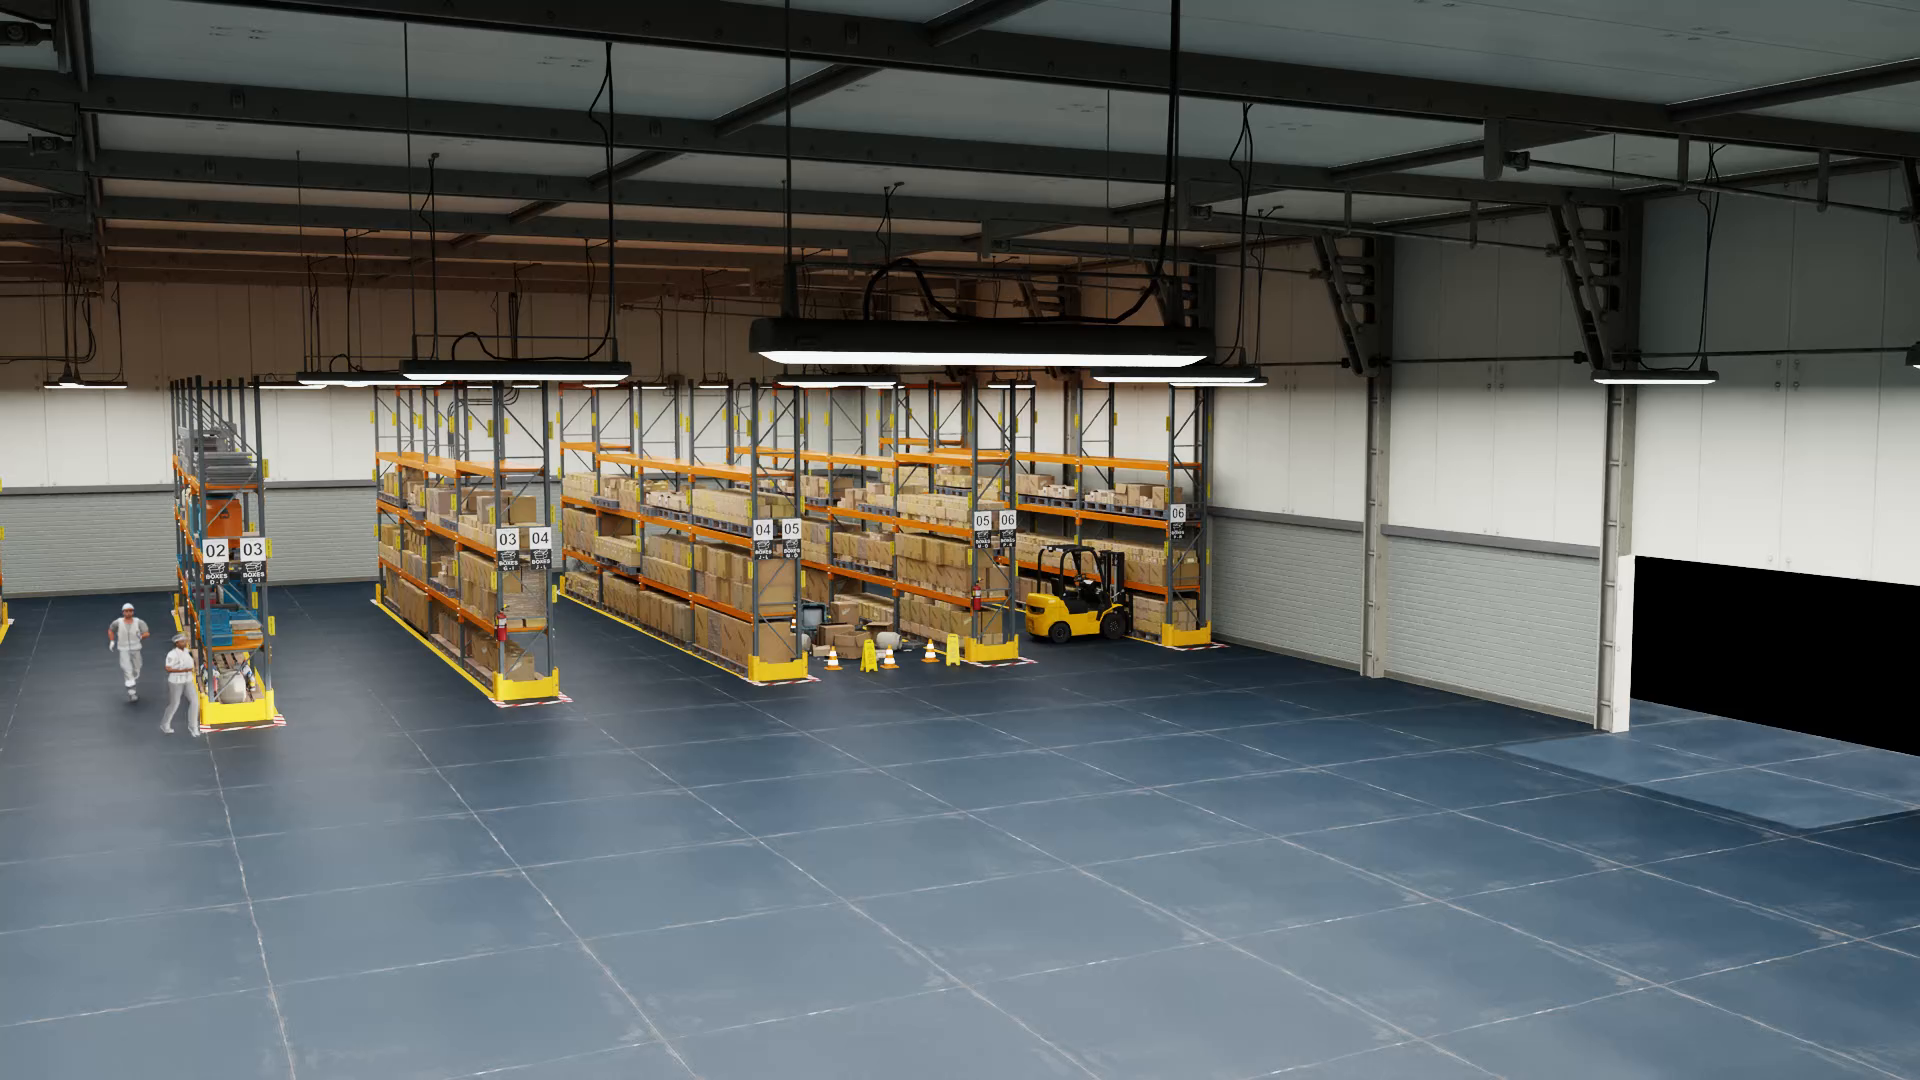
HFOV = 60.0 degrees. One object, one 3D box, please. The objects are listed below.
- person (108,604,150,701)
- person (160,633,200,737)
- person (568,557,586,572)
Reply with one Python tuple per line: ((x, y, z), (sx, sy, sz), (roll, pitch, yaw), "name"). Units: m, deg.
((-15.431, 2.054, 30.902), (0.649, 1.770, 0.993), (-3, 6, -33), "person")
((-13.005, 2.419, 27.732), (0.708, 1.768, 0.581), (2, 6, 25), "person")
((-11.289, 0.516, 48.826), (0.898, 1.723, 0.750), (1, 5, 11), "person")
